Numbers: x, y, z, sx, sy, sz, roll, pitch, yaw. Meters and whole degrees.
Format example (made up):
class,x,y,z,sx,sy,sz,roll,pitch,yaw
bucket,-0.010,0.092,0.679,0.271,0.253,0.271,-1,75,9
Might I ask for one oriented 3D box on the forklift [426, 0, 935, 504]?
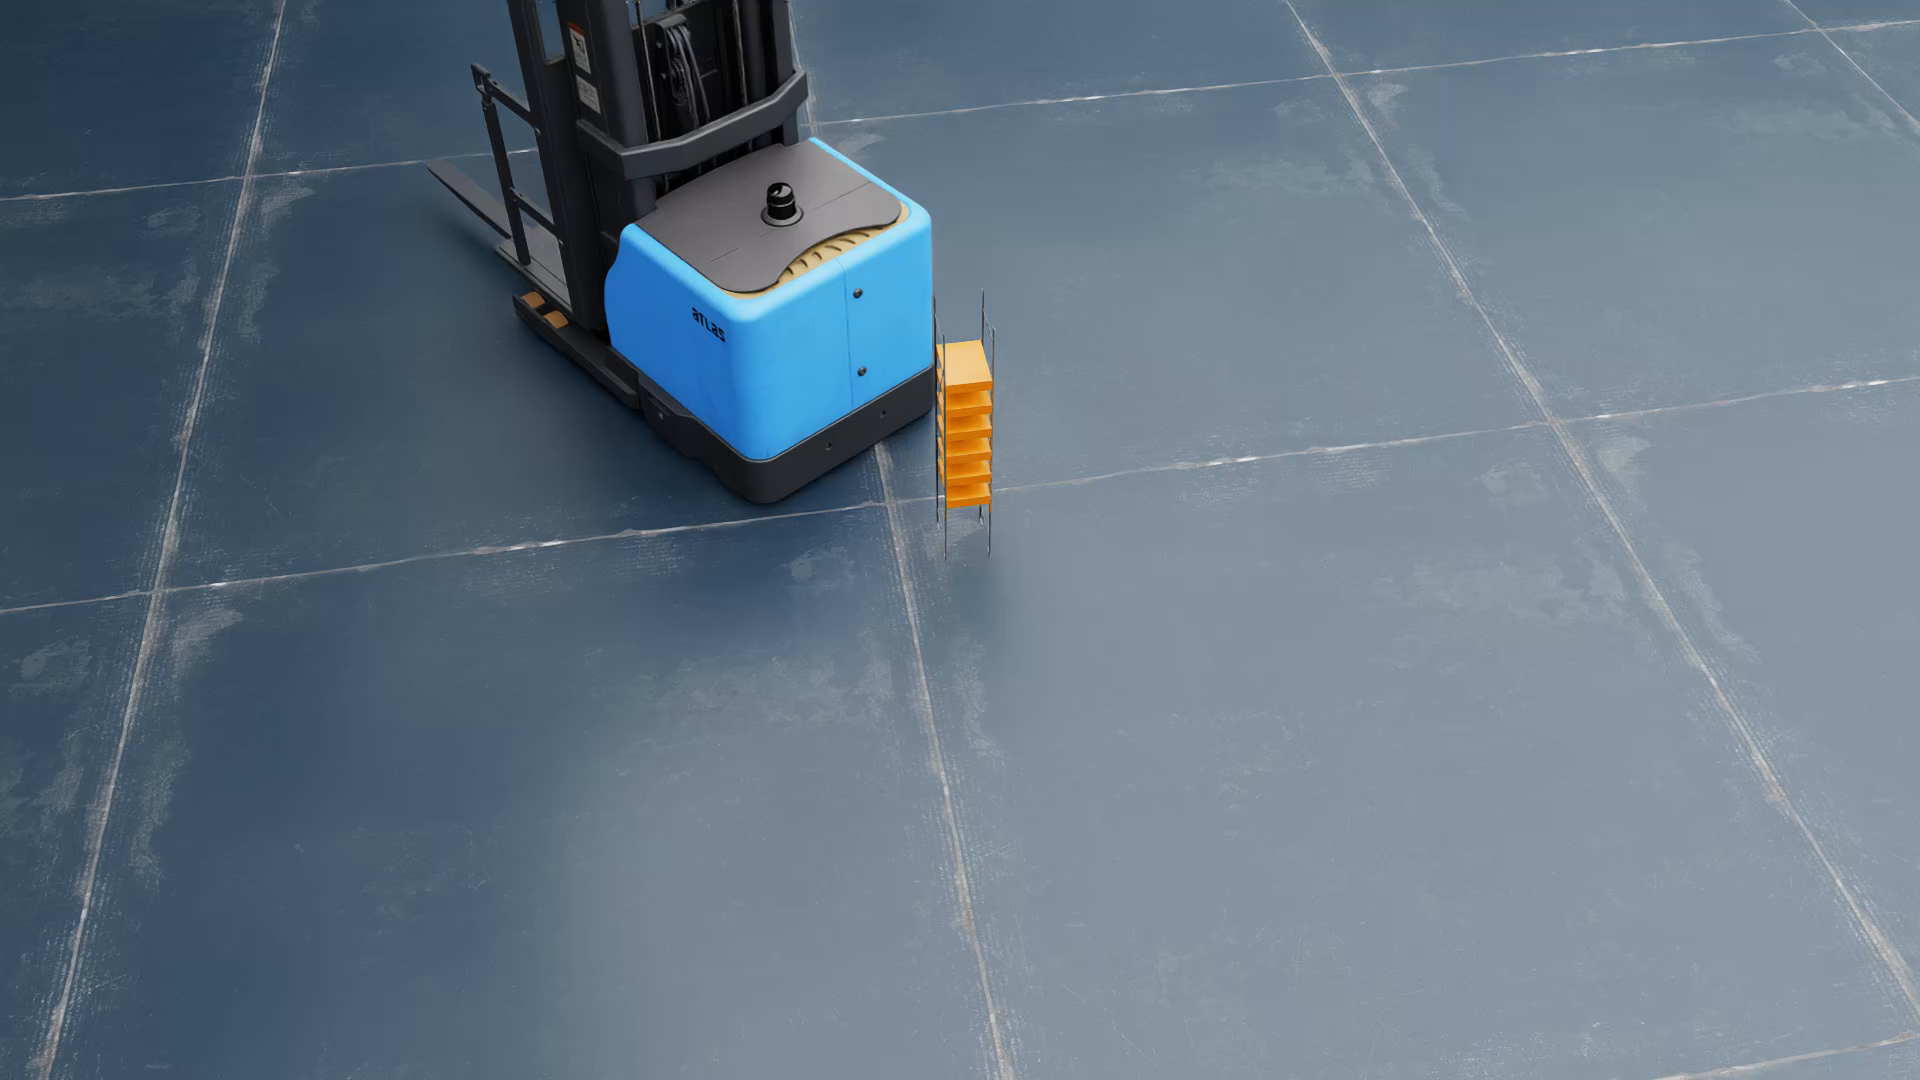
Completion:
class,x,y,z,sx,sy,sz,roll,pitch,yaw
forklift,-1.464,-2.148,6.977,1.130,2.935,3.031,-33,55,-28

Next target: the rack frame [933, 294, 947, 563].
class,x,y,z,sx,sy,sz,roll,pitch,yaw
rack frame,-0.076,-0.407,6.502,0.006,1.200,0.240,-7,46,-7

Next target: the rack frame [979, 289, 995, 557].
class,x,y,z,sx,sy,sz,roll,pitch,yaw
rack frame,0.104,-0.429,6.524,0.006,1.200,0.240,-7,46,-7

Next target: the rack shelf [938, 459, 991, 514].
class,x,y,z,sx,sy,sz,roll,pitch,yaw
rack shelf,0.014,-0.221,6.718,0.180,0.103,0.258,-7,46,-7

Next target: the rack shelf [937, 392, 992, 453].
class,x,y,z,sx,sy,sz,roll,pitch,yaw
rack shelf,0.014,-0.471,6.458,0.180,0.103,0.258,-7,46,-7

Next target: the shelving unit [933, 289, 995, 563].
class,x,y,z,sx,sy,sz,roll,pitch,yaw
shelving unit,0.014,-0.418,6.513,0.189,1.200,0.258,-7,46,-7

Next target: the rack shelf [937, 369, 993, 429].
class,x,y,z,sx,sy,sz,roll,pitch,yaw
rack shelf,0.014,-0.554,6.372,0.180,0.103,0.258,-7,46,-7

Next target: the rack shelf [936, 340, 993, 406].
class,x,y,z,sx,sy,sz,roll,pitch,yaw
rack shelf,0.014,-0.637,6.286,0.180,0.103,0.258,-7,46,-7

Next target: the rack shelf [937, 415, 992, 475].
class,x,y,z,sx,sy,sz,roll,pitch,yaw
rack shelf,0.014,-0.387,6.545,0.180,0.103,0.258,-7,46,-7

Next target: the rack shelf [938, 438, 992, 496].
class,x,y,z,sx,sy,sz,roll,pitch,yaw
rack shelf,0.014,-0.304,6.631,0.180,0.103,0.258,-7,46,-7
